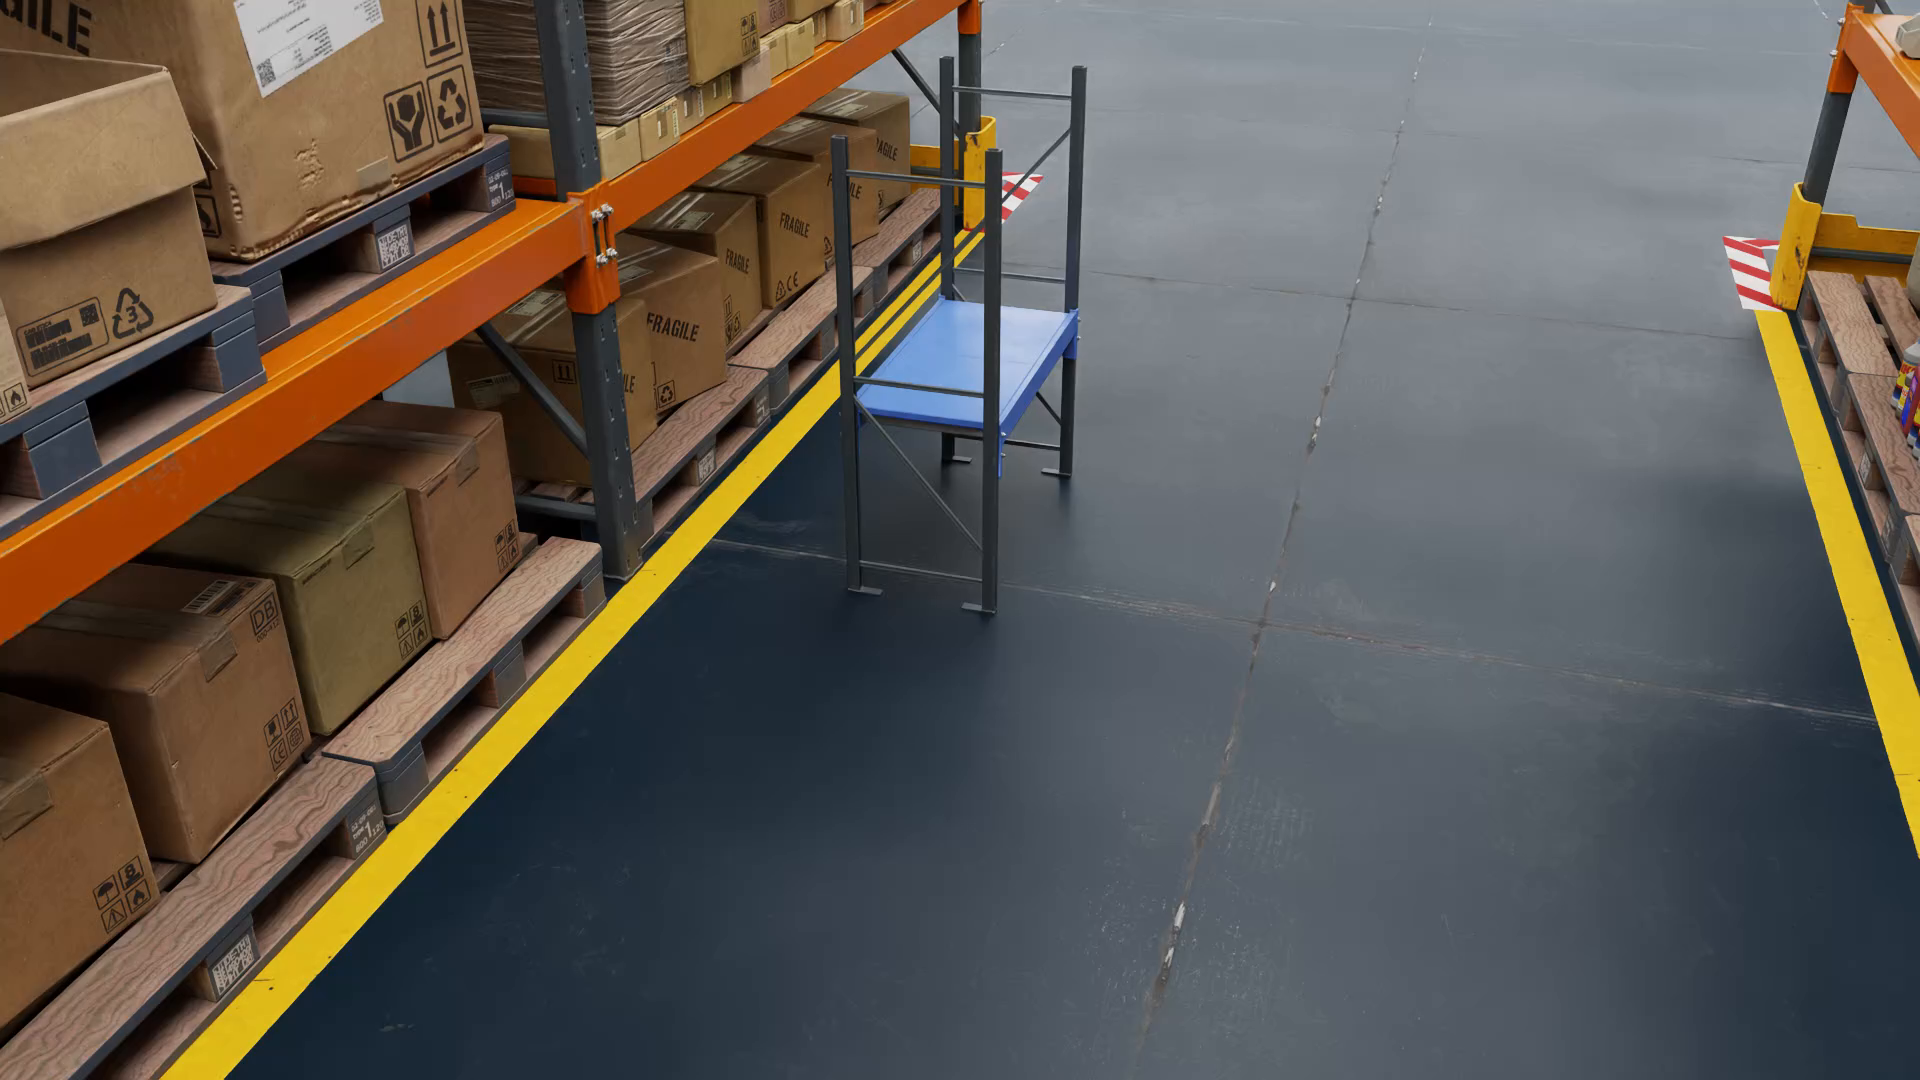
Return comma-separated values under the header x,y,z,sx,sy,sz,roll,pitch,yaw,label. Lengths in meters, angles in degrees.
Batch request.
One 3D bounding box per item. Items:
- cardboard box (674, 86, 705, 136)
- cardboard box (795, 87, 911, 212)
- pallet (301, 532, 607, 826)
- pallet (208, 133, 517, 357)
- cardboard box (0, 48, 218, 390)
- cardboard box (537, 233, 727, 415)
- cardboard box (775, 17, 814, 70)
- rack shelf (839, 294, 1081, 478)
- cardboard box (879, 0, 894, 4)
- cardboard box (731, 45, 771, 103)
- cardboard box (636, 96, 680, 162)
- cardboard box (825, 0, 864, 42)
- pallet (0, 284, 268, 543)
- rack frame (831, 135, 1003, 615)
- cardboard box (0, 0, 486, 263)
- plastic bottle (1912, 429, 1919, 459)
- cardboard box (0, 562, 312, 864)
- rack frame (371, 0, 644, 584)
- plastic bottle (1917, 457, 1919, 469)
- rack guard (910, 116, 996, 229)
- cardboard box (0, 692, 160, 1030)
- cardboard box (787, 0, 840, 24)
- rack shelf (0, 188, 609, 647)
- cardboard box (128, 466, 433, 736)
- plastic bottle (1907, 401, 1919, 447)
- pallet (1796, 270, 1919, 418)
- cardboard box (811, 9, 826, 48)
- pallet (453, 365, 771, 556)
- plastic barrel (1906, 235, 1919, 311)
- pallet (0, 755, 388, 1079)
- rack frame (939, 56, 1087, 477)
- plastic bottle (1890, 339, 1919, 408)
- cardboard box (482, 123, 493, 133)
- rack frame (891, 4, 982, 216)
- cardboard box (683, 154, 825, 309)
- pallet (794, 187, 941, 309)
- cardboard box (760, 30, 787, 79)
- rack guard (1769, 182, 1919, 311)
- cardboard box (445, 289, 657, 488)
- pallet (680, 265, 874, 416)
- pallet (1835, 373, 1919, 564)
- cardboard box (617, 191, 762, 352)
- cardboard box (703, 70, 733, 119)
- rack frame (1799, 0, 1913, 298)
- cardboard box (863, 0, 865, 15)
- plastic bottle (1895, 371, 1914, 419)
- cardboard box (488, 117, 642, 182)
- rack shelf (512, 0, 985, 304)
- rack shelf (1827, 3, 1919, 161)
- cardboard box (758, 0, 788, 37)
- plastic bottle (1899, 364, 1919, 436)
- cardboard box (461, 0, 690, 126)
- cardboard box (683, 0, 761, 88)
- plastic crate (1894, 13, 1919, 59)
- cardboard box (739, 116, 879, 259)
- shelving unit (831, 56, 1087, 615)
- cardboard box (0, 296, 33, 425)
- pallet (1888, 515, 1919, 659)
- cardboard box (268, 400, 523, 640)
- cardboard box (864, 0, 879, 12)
x,y,z,sx,sy,sz,roll,pitch,yaw,label
-1.076,-1.447,5.524,0.380,0.149,0.250,8,30,15,cardboard box
-0.585,-1.928,8.269,0.500,0.500,0.500,14,32,24,cardboard box
-1.786,0.315,4.966,1.003,0.211,1.213,8,30,15,pallet
-1.923,-0.847,4.384,1.003,0.211,1.213,8,30,15,pallet
-1.980,-0.675,3.340,0.797,0.503,0.637,12,31,20,cardboard box
-1.243,-0.804,6.249,0.500,0.500,0.500,19,34,30,cardboard box
-0.781,-1.912,6.359,0.380,0.149,0.250,8,30,15,cardboard box
0.025,-0.538,5.544,0.538,0.185,1.000,8,30,15,rack shelf
-0.458,-2.499,7.415,0.380,0.149,0.250,8,30,15,cardboard box
-0.899,-1.675,5.934,0.380,0.149,0.250,8,30,15,cardboard box
-1.123,-1.327,5.308,0.380,0.149,0.250,8,30,15,cardboard box
-0.611,-2.140,6.771,0.380,0.149,0.250,8,30,15,cardboard box
-2.192,-0.248,3.308,1.003,0.211,1.213,8,30,15,pallet
-0.124,-0.459,5.032,0.500,1.500,0.032,8,30,15,rack frame
-1.926,-1.362,4.063,1.000,1.000,1.000,9,30,15,cardboard box
3.389,-0.414,5.762,0.097,0.271,0.097,0,29,0,plastic bottle
-2.082,0.396,4.071,0.700,0.500,0.500,6,30,11,cardboard box
-1.559,-1.265,4.939,1.000,3.000,0.127,8,30,15,rack frame
3.360,-0.337,5.696,0.097,0.201,0.097,0,29,0,plastic bottle
-0.408,-1.997,8.825,1.175,0.500,0.348,8,30,15,rack guard
-2.246,0.655,3.605,0.700,0.500,0.500,11,31,19,cardboard box
-0.951,-2.340,6.462,0.875,0.500,0.500,8,30,15,cardboard box
-2.146,-0.022,3.443,1.077,0.370,4.000,8,30,15,rack shelf
-1.918,0.136,4.539,0.700,0.500,0.500,8,30,15,cardboard box
3.419,-0.460,5.845,0.097,0.271,0.097,0,29,0,plastic bottle
4.129,-0.780,6.935,1.003,0.211,1.213,8,30,15,pallet
-0.751,-2.034,6.580,0.380,0.149,0.250,8,30,15,cardboard box
-1.396,-0.364,6.187,1.003,0.211,1.213,8,30,15,pallet
4.229,-1.197,6.943,0.421,0.512,0.421,0,29,0,plastic barrel
-2.143,0.884,3.944,1.003,0.211,1.213,8,30,15,pallet
0.174,-0.931,5.881,0.500,1.500,0.032,8,30,15,rack frame
3.519,-0.619,6.132,0.097,0.271,0.097,0,29,0,plastic bottle
-1.695,-1.412,5.462,0.380,0.149,0.250,8,30,15,cardboard box
-0.385,-3.124,8.281,1.000,3.000,0.127,8,30,15,rack frame
-0.929,-1.357,7.243,0.500,0.500,0.500,11,31,20,cardboard box
-0.680,-1.498,8.225,1.003,0.211,1.213,8,30,15,pallet
-0.865,-1.797,6.153,0.380,0.149,0.250,8,30,15,cardboard box
4.372,-1.283,7.542,1.175,0.500,0.348,8,30,15,rack guard
-1.404,-0.537,5.768,0.500,0.500,0.500,8,30,13,cardboard box
-1.040,-0.933,7.210,1.003,0.211,1.213,8,30,15,pallet
3.769,-0.215,5.919,1.003,0.211,1.213,8,30,15,pallet
-1.136,-1.104,6.788,0.500,0.500,0.500,6,30,10,cardboard box
-1.012,-1.565,5.735,0.380,0.149,0.250,8,30,15,cardboard box
4.350,-2.417,7.010,1.000,3.000,0.127,8,30,15,rack frame
-0.623,-2.269,7.002,0.380,0.149,0.250,8,30,15,cardboard box
3.489,-0.541,6.062,0.097,0.201,0.097,0,29,0,plastic bottle
-1.209,-1.213,5.103,0.380,0.149,0.250,8,30,15,cardboard box
-0.972,-1.880,6.785,1.077,0.370,4.000,8,30,15,rack shelf
3.762,-1.174,5.514,1.077,0.370,4.000,8,30,15,rack shelf
-1.137,-2.113,6.055,0.875,0.500,0.500,8,30,15,cardboard box
3.436,-0.522,5.944,0.061,0.283,0.133,9,30,16,plastic bottle
-1.368,-1.639,5.202,0.875,0.500,0.500,8,30,15,cardboard box
-1.188,-1.867,5.611,0.875,0.500,0.500,8,30,15,cardboard box
3.779,-1.932,6.409,0.298,0.136,0.250,8,30,15,plastic crate
-0.727,-1.645,7.761,0.500,0.500,0.500,17,33,28,cardboard box
0.025,-0.695,5.457,0.538,1.500,1.048,8,30,15,shelving unit
-2.022,-0.270,2.873,0.500,0.250,0.500,8,30,13,cardboard box
3.412,0.354,4.897,1.003,0.211,1.213,8,30,15,pallet
-1.760,-0.083,4.932,0.700,0.500,0.500,6,30,11,cardboard box
-0.571,-2.389,7.217,0.380,0.149,0.250,8,30,15,cardboard box
